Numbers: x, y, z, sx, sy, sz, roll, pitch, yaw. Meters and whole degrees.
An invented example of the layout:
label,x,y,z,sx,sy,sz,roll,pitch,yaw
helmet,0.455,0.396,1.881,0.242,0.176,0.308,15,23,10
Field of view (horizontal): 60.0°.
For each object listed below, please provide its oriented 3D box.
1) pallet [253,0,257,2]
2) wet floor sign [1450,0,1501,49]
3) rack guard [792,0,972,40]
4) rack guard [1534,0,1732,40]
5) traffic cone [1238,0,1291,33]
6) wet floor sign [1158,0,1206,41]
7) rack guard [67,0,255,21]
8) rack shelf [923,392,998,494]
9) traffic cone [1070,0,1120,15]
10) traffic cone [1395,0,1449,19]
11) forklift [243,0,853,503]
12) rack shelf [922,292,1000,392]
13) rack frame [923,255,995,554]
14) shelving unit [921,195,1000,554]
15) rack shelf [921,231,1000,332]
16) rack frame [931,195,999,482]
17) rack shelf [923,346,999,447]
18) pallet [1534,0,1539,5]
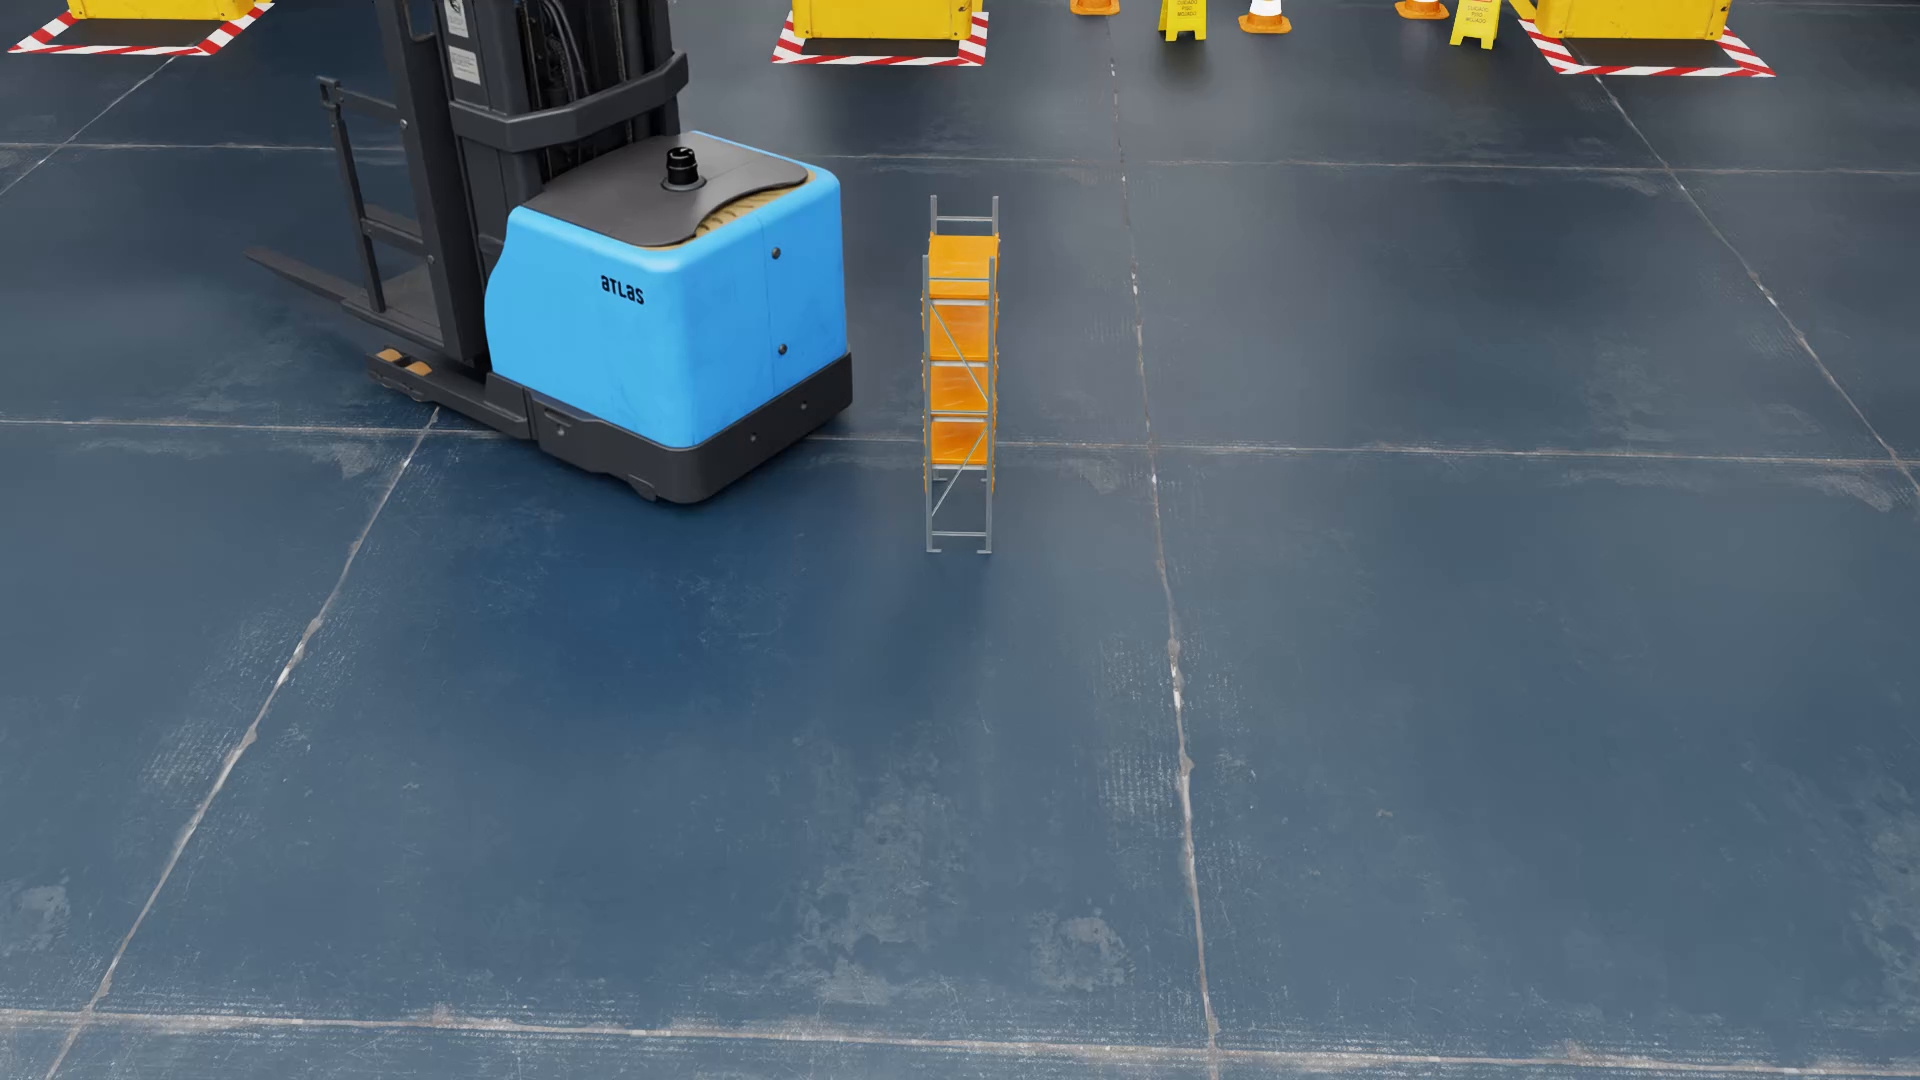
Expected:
label,x,y,z,sx,sy,sz,roll,pitch,yaw
pallet,-5.391,-4.176,12.009,1.003,0.211,1.213,1,35,2
wet floor sign,3.363,-3.531,10.713,0.267,0.644,0.232,13,37,18
rack guard,-0.511,-3.599,10.936,1.175,0.500,0.348,1,35,2
rack guard,4.443,-3.600,10.937,1.175,0.500,0.348,1,35,2
traffic cone,2.046,-3.648,11.038,0.336,0.463,0.334,1,35,2
wet floor sign,1.467,-3.609,10.825,0.267,0.644,0.232,-4,35,-6
rack guard,-5.459,-3.829,11.263,1.175,0.500,0.348,1,35,2
rack shelf,0.007,-0.368,6.193,0.258,0.148,0.480,1,35,2
traffic cone,0.930,-3.869,11.353,0.336,0.463,0.334,1,35,2
traffic cone,3.169,-3.818,11.280,0.336,0.463,0.334,1,35,2
forklift,-1.938,-2.010,6.561,3.031,2.935,1.130,23,41,29
rack shelf,0.007,-0.714,5.950,0.258,0.148,0.480,1,35,2
rack frame,-0.003,-0.446,5.841,0.240,1.200,0.015,1,35,2
shelving unit,0.007,-0.586,6.040,0.258,1.200,0.503,1,35,2
rack shelf,0.007,-0.907,5.814,0.258,0.148,0.480,1,35,2
rack frame,0.016,-0.726,6.240,0.240,1.200,0.015,1,35,2
rack shelf,0.007,-0.531,6.079,0.258,0.148,0.480,1,35,2
pallet,4.511,-3.947,11.683,1.003,0.211,1.213,1,35,2
